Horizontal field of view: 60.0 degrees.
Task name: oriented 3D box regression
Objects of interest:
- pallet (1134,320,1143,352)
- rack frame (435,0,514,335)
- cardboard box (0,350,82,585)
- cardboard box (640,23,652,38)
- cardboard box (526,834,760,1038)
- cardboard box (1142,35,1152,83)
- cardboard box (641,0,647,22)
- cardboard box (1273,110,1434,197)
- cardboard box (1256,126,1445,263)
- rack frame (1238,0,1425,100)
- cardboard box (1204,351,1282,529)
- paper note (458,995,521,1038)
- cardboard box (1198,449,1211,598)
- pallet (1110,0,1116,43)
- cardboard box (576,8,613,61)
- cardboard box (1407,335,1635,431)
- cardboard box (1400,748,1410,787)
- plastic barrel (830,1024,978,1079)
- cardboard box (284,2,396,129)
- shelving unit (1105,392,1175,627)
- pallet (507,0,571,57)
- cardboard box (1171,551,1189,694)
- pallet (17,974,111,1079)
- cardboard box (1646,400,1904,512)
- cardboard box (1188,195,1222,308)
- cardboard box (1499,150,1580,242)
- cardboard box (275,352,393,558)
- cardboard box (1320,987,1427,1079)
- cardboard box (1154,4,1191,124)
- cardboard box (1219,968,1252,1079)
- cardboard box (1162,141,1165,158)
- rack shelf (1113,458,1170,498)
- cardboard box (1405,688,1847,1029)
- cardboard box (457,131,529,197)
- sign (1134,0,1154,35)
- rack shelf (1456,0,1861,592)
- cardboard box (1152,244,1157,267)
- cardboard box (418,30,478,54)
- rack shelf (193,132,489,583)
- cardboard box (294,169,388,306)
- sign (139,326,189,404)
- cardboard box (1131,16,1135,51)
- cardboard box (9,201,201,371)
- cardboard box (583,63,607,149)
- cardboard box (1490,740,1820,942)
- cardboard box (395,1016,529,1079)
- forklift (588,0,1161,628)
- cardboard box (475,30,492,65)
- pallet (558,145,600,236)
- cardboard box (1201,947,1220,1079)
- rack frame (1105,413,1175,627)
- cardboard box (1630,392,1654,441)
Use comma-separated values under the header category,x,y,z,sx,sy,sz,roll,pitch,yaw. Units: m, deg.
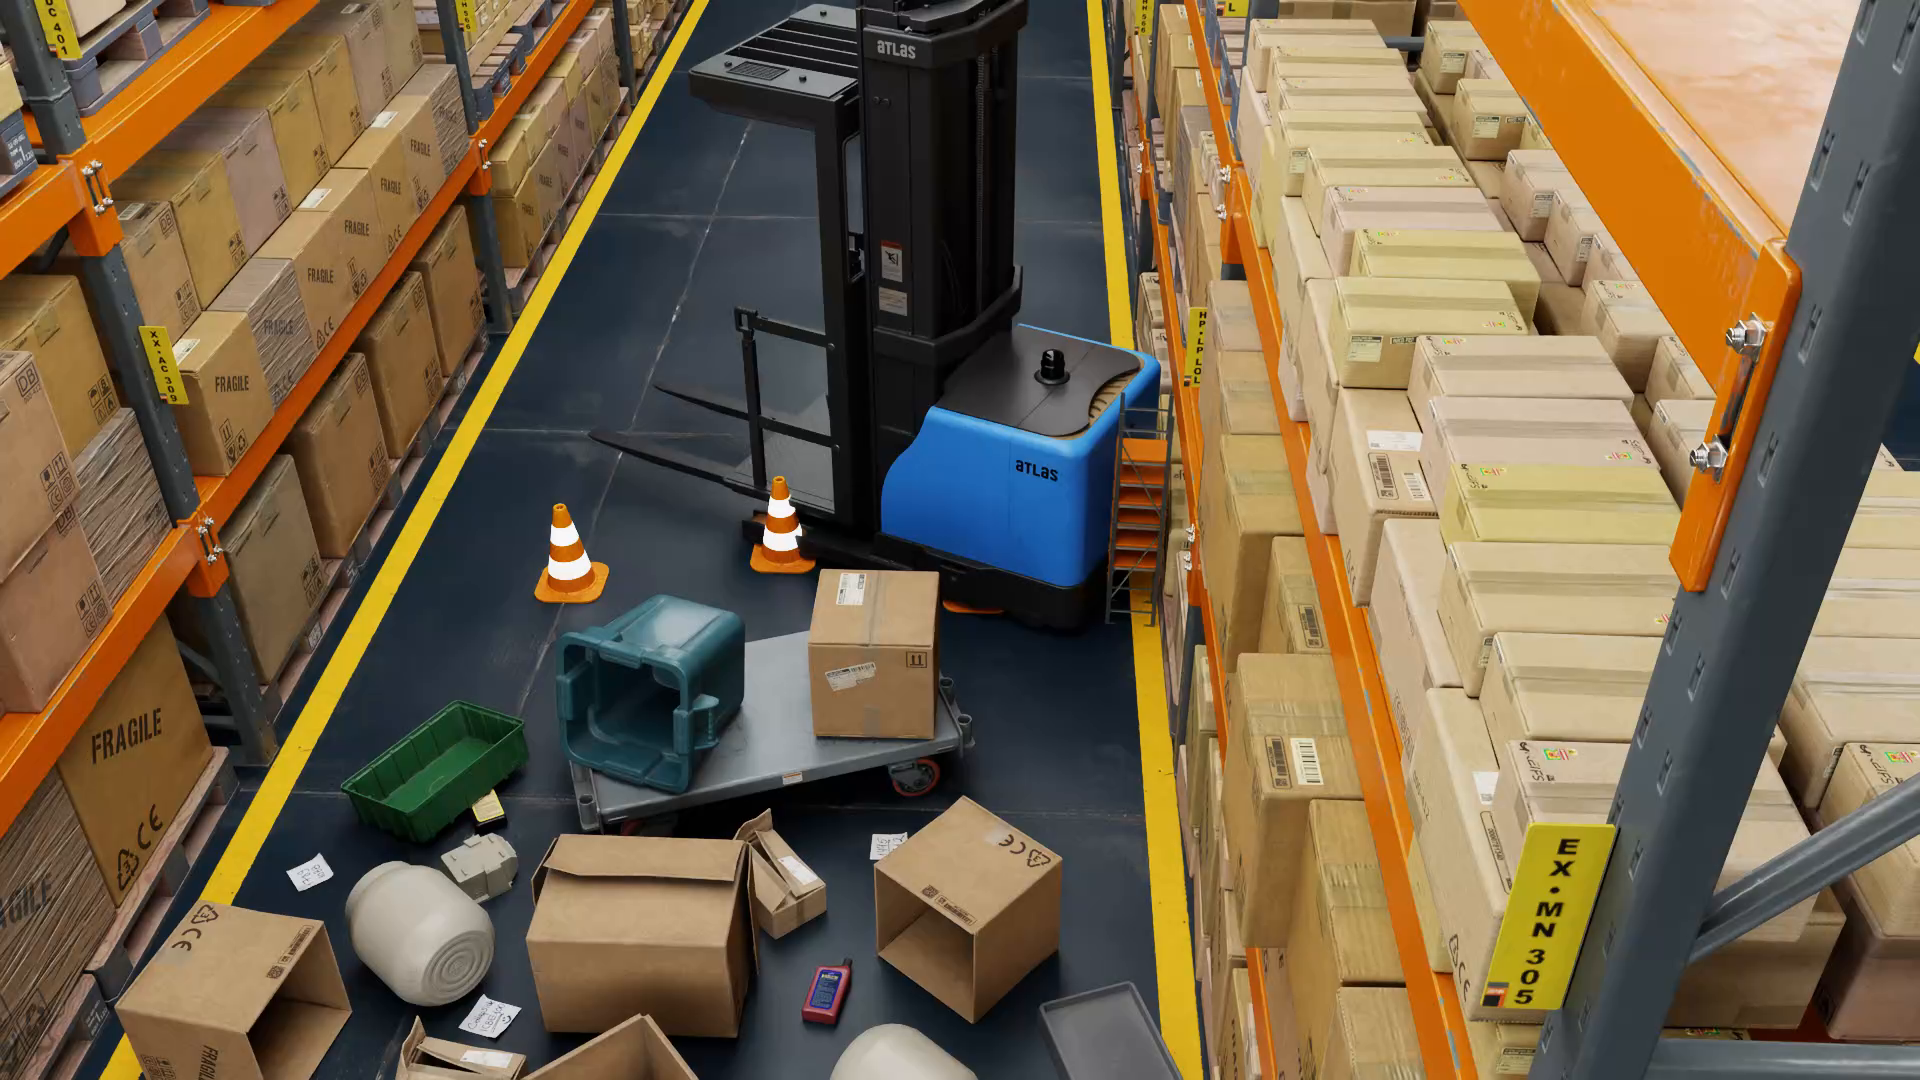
category,x,y,z,sx,sy,sz,roll,pitch,yaw
pallet,1.561,-0.925,9.829,1.003,0.211,1.213,1,35,2
rack frame,-3.356,-2.572,9.746,1.000,3.000,0.127,1,35,2
cardboard box,-3.472,-0.247,5.368,0.875,0.550,0.550,1,35,2
cardboard box,-2.891,-4.374,14.425,0.380,0.149,0.250,1,35,2
cardboard box,-1.157,1.442,6.089,0.797,0.637,0.503,1,35,2
cardboard box,1.360,-2.943,9.970,0.500,0.250,0.500,1,35,2
cardboard box,-2.953,-4.641,14.546,0.380,0.149,0.250,0,35,-1
cardboard box,1.057,-1.043,4.487,0.380,0.149,0.250,1,35,2
cardboard box,1.131,-0.962,4.718,0.500,0.250,0.500,1,35,1
rack frame,1.434,-2.672,4.671,1.000,3.000,0.127,1,35,2
cardboard box,1.157,-0.248,5.225,0.700,0.500,0.500,2,35,2
paper note,-1.743,1.767,6.162,0.172,0.023,0.155,13,37,18
cardboard box,1.137,-0.133,5.931,0.500,0.500,0.500,1,35,2
pallet,1.910,-4.810,15.357,1.003,0.211,1.213,1,35,2
cardboard box,-2.973,-3.892,12.781,0.500,0.250,0.500,0,35,1
cardboard box,1.147,-0.300,3.430,0.380,0.149,0.250,0,35,1
cardboard box,1.030,0.449,3.057,0.380,0.149,0.250,2,35,3
plastic barrel,-0.157,1.913,5.605,0.512,0.421,0.421,28,44,33
cardboard box,-3.403,-2.473,8.650,0.700,0.500,0.500,1,35,1
shelving unit,0.838,-0.124,7.817,0.258,1.200,0.189,3,36,4
pallet,-3.317,-3.631,11.421,1.003,0.211,1.213,1,35,2
cardboard box,1.452,0.385,7.460,0.950,0.372,0.625,2,35,2
pallet,-3.672,2.005,5.659,1.003,0.211,1.213,1,35,2
cardboard box,1.556,-0.144,3.208,0.380,0.149,0.250,1,35,2
cardboard box,1.241,-1.107,6.952,0.500,0.500,0.500,2,35,2
cardboard box,1.613,-0.882,4.258,0.380,0.149,0.250,1,35,1
cardboard box,-3.539,-0.438,8.301,1.050,0.750,0.750,1,35,2
cardboard box,1.075,1.211,3.149,0.700,0.500,0.500,1,35,1
cardboard box,1.345,-2.597,9.071,0.500,0.500,0.500,0,35,1
cardboard box,1.089,1.671,5.083,0.500,0.500,0.500,1,35,1
cardboard box,1.293,-2.084,8.906,0.380,0.149,0.250,-1,35,-1
rack shelf,0.839,-0.282,7.702,0.258,0.103,0.180,3,36,4
cardboard box,1.024,0.493,2.648,0.500,0.250,0.500,1,35,1
cardboard box,-3.086,-2.418,10.684,0.500,0.250,0.500,0,35,0
sign,1.039,-3.000,9.349,0.100,0.325,0.005,1,35,2
rack shelf,1.353,-1.227,3.244,1.077,0.370,4.000,1,35,2
cardboard box,1.705,-2.213,10.718,0.875,0.875,0.875,1,35,1
cardboard box,-3.136,-3.035,10.000,0.380,0.149,0.250,3,35,4
rack shelf,-3.436,-1.128,8.318,1.077,0.370,4.000,1,35,2
cardboard box,-3.164,-1.479,8.105,0.500,0.500,0.500,2,35,3
sign,-2.962,-0.648,6.187,0.100,0.325,0.005,1,35,2
cardboard box,1.396,-3.333,10.960,0.500,0.250,0.500,1,35,1
cardboard box,-3.503,-1.009,6.566,0.700,0.500,0.500,1,35,1
cardboard box,-2.994,-3.293,12.581,0.500,0.500,0.500,1,35,1
cardboard box,0.991,0.429,2.393,0.380,0.149,0.250,2,35,2
cardboard box,-1.745,1.875,5.796,0.396,0.266,0.258,7,36,10
forklift,-0.552,-1.365,8.089,3.031,2.935,1.130,17,38,22
cardboard box,-3.125,-3.047,10.276,0.380,0.149,0.250,3,35,4
pallet,-3.271,-2.579,12.181,1.003,0.211,1.213,1,35,2
cardboard box,1.111,1.681,5.722,0.500,0.250,0.500,1,35,1
rack frame,0.830,-0.071,7.743,0.240,1.200,0.006,3,36,4
cardboard box,1.585,-0.076,3.458,0.500,0.250,0.500,2,35,3
